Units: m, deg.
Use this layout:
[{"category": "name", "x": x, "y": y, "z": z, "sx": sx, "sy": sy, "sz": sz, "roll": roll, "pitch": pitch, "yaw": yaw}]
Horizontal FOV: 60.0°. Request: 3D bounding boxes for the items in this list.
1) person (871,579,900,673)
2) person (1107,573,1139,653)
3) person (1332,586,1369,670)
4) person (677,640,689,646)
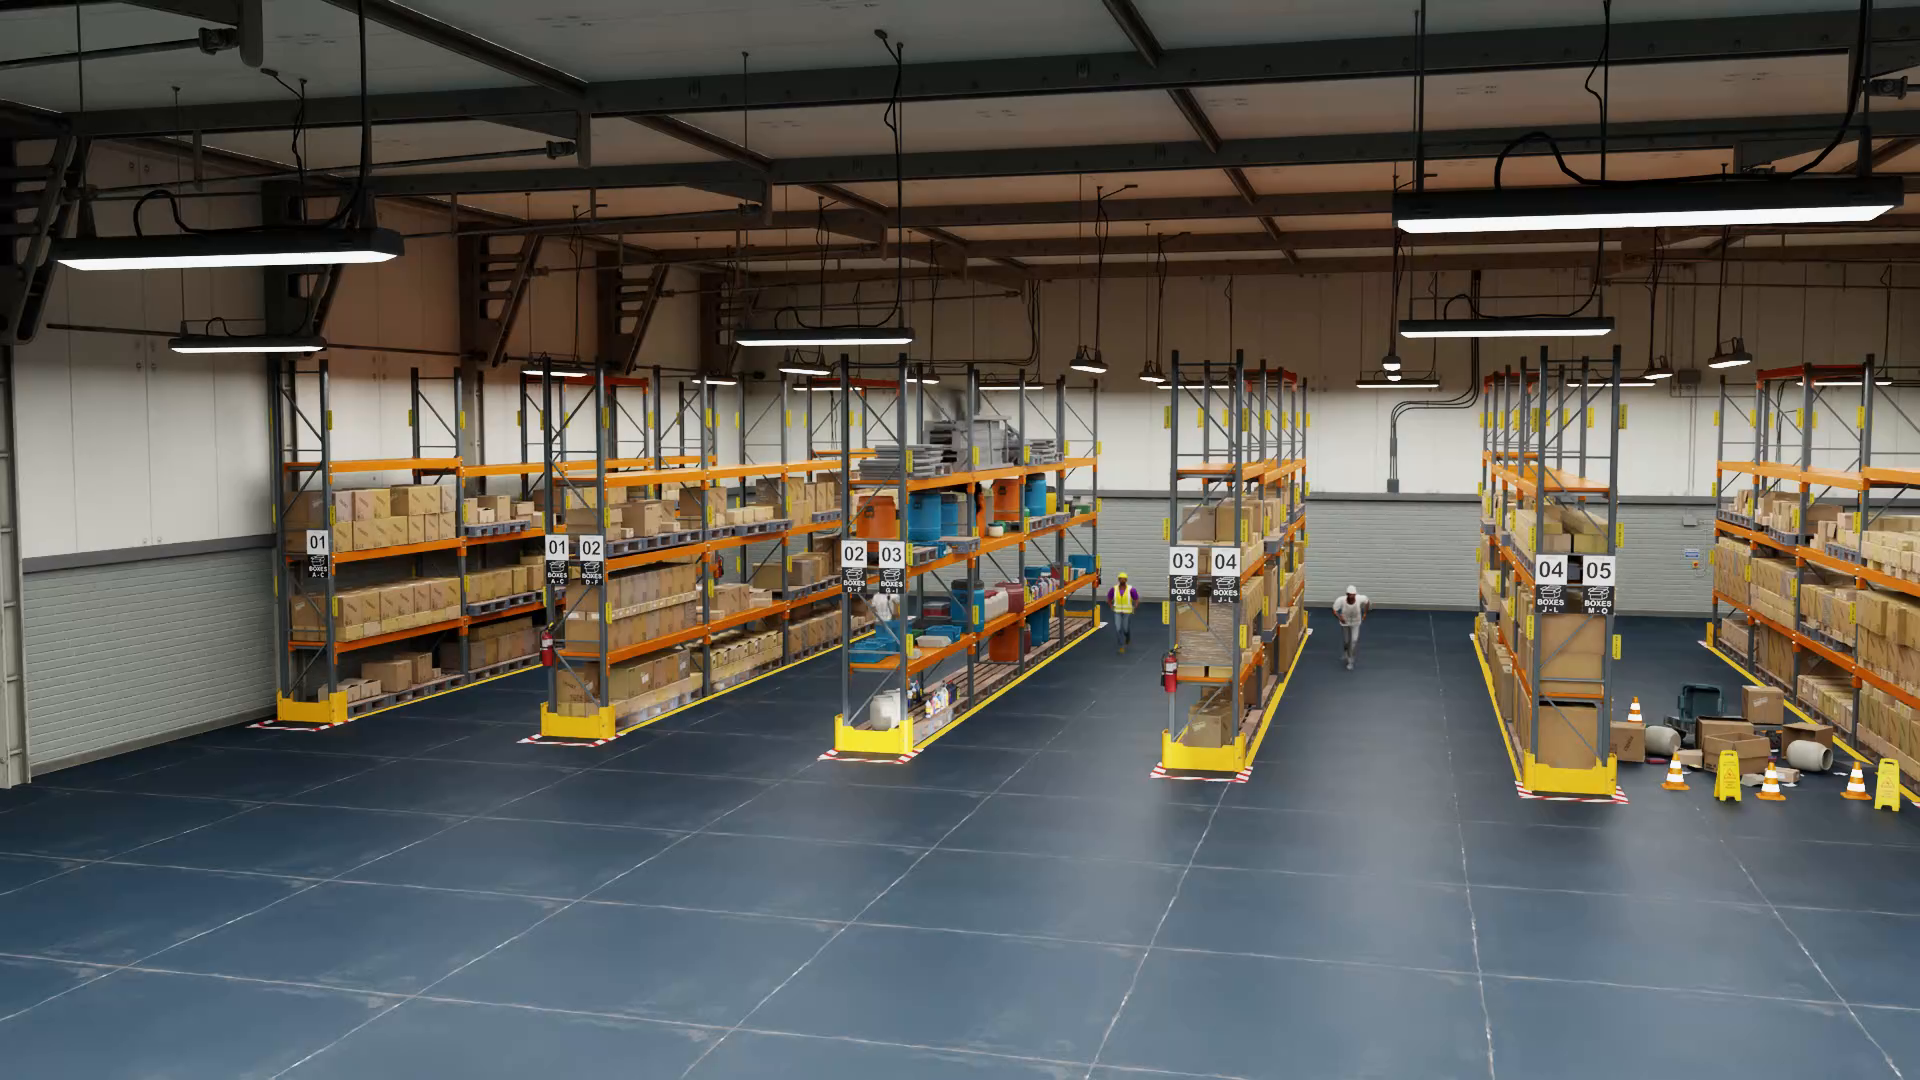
[{"category": "person", "x": -1.435, "y": 1.615, "z": 31.853, "sx": 0.581, "sy": 1.790, "sz": 0.721, "roll": 2, "pitch": 4, "yaw": 20}, {"category": "person", "x": 3.515, "y": 1.564, "z": 35.965, "sx": 0.702, "sy": 1.726, "sz": 0.598, "roll": 1, "pitch": 4, "yaw": 12}, {"category": "person", "x": 7.929, "y": 1.749, "z": 33.841, "sx": 0.743, "sy": 1.714, "sz": 1.057, "roll": 0, "pitch": 4, "yaw": 5}, {"category": "person", "x": -6.059, "y": 1.609, "z": 35.730, "sx": 0.604, "sy": 1.659, "sz": 0.538, "roll": 1, "pitch": 4, "yaw": 15}]
